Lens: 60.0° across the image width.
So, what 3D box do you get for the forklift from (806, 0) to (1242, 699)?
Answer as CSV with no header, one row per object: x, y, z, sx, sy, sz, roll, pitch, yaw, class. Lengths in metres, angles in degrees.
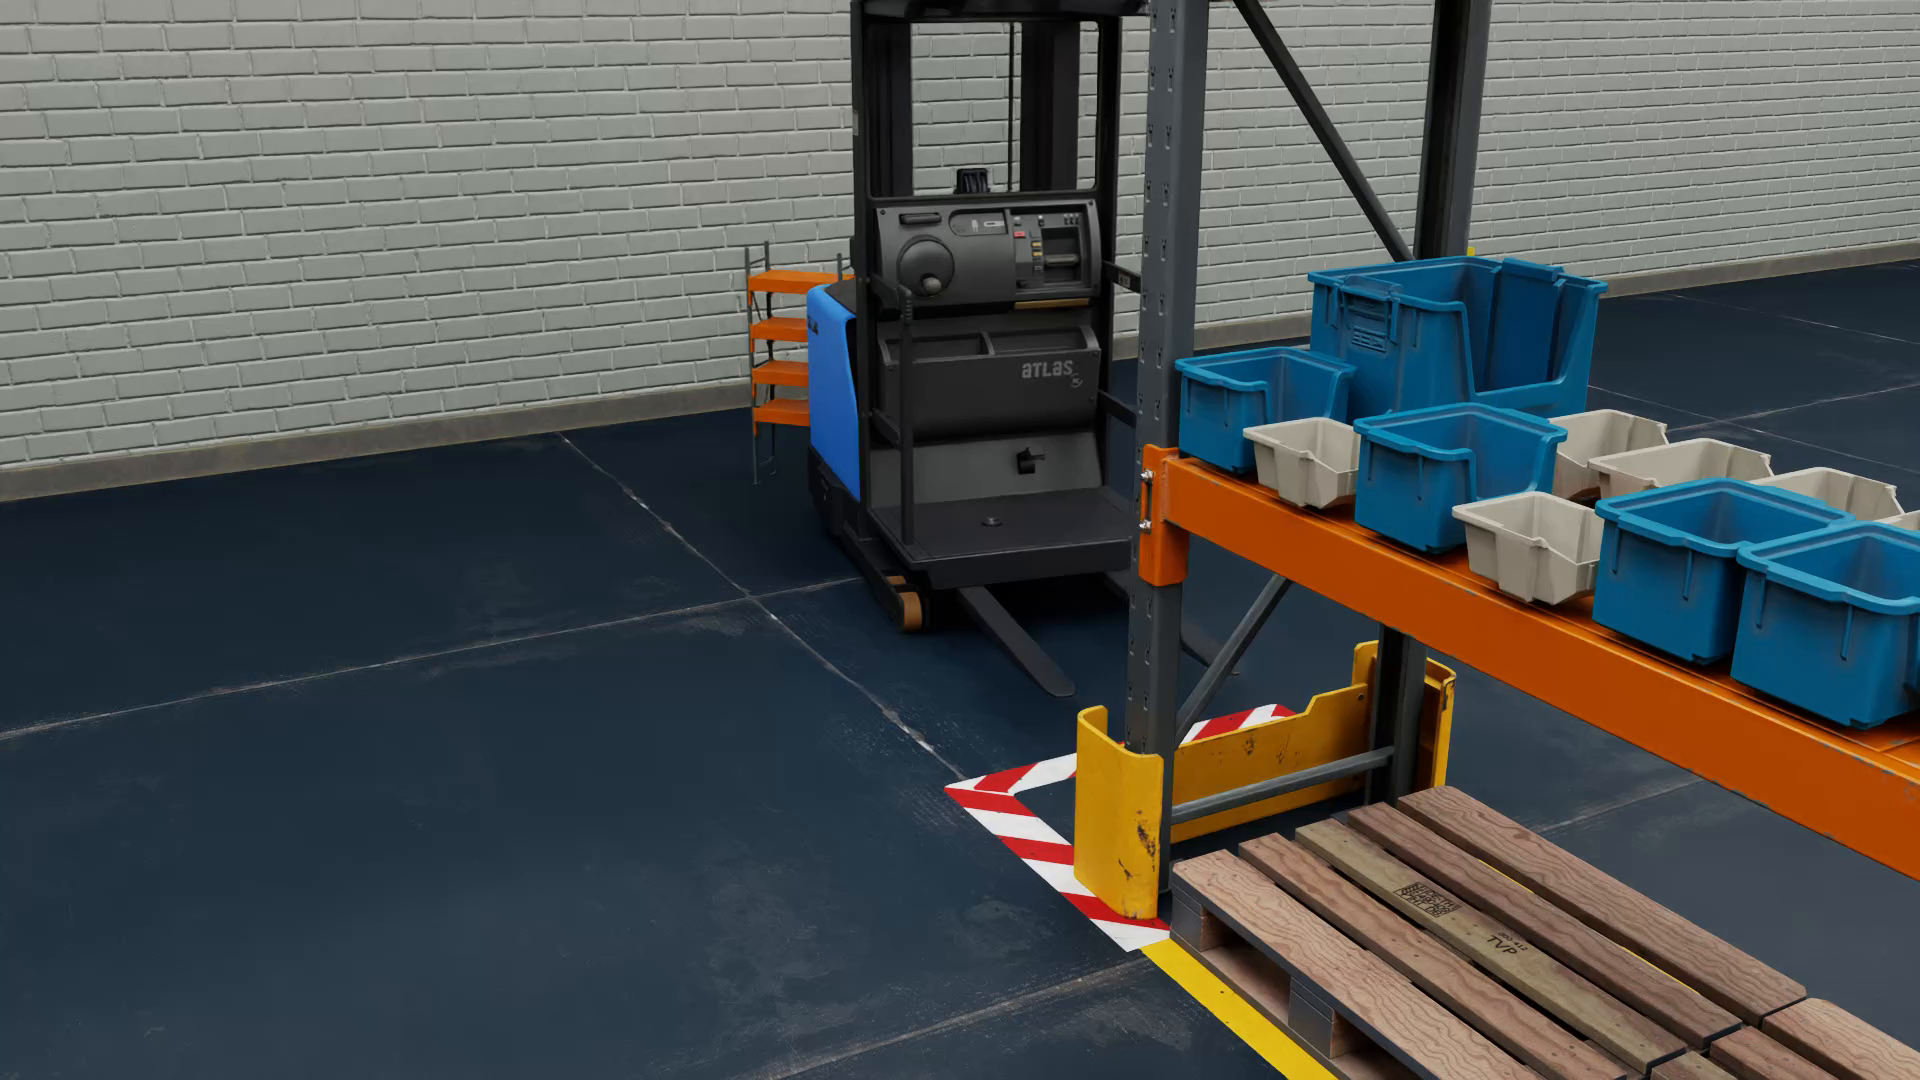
0.188,-1.163,6.509,1.130,2.935,3.031,-6,20,-16,forklift

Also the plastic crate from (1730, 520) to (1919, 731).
1.520,0.142,2.786,0.416,0.233,0.300,-10,21,-27,plastic crate

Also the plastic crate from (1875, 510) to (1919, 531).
1.907,0.051,3.196,0.298,0.136,0.250,-10,21,-27,plastic crate

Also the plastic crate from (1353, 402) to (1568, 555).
1.065,-0.133,3.583,0.416,0.233,0.300,-10,21,-27,plastic crate

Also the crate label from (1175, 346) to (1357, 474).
0.753,-0.322,4.131,0.416,0.233,0.303,-10,21,-27,crate label

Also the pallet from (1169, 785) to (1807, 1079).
1.282,1.066,4.218,1.003,0.211,1.213,-10,21,-27,pallet

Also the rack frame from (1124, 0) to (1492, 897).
0.925,-0.495,4.466,1.000,3.000,0.127,-10,21,-27,rack frame

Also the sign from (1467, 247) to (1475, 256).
1.401,-0.662,4.700,0.100,0.325,0.005,-10,21,-27,sign

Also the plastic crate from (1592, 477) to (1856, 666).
1.378,0.056,3.035,0.416,0.233,0.300,-10,21,-27,plastic crate

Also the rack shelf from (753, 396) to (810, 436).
-0.767,-0.606,8.362,0.480,0.148,0.258,7,20,18,rack shelf

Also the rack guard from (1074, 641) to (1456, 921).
0.902,0.682,4.888,1.175,0.500,0.348,-10,21,-27,rack guard

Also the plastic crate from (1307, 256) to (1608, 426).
1.248,-0.473,4.256,0.616,0.435,0.499,-10,21,-27,plastic crate

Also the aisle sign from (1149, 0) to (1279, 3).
0.629,-1.698,3.969,0.394,0.787,0.004,-10,21,-27,aisle sign

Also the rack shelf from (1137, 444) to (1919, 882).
1.875,0.420,2.920,1.077,0.370,4.000,-10,21,-27,rack shelf

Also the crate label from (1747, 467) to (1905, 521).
1.750,-0.031,3.434,0.396,0.136,0.243,-10,21,-27,crate label

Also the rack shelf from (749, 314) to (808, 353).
-0.767,-1.005,8.224,0.480,0.148,0.258,7,20,18,rack shelf

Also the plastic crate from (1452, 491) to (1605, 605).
1.154,0.023,3.278,0.250,0.136,0.298,-10,21,-27,plastic crate

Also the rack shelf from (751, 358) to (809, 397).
-0.767,-0.793,8.297,0.480,0.148,0.258,7,20,18,rack shelf

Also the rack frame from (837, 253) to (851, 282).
-0.537,-0.830,8.198,0.015,1.200,0.240,7,20,18,rack frame

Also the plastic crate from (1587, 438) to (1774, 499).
1.597,-0.107,3.655,0.396,0.136,0.243,-10,21,-27,plastic crate

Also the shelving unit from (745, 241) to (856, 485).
-0.767,-0.857,8.275,0.503,1.200,0.258,7,20,18,shelving unit

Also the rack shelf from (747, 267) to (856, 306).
-0.767,-1.228,8.147,0.480,0.148,0.258,7,20,18,rack shelf

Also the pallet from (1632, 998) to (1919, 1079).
1.858,1.416,3.204,1.003,0.211,1.213,-10,21,-27,pallet

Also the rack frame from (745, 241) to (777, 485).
-0.997,-0.884,8.353,0.015,1.200,0.240,7,20,18,rack frame

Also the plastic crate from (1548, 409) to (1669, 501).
1.472,-0.192,3.902,0.396,0.136,0.243,-10,21,-27,plastic crate

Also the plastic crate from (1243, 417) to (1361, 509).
0.832,-0.172,3.842,0.250,0.136,0.298,-10,21,-27,plastic crate
